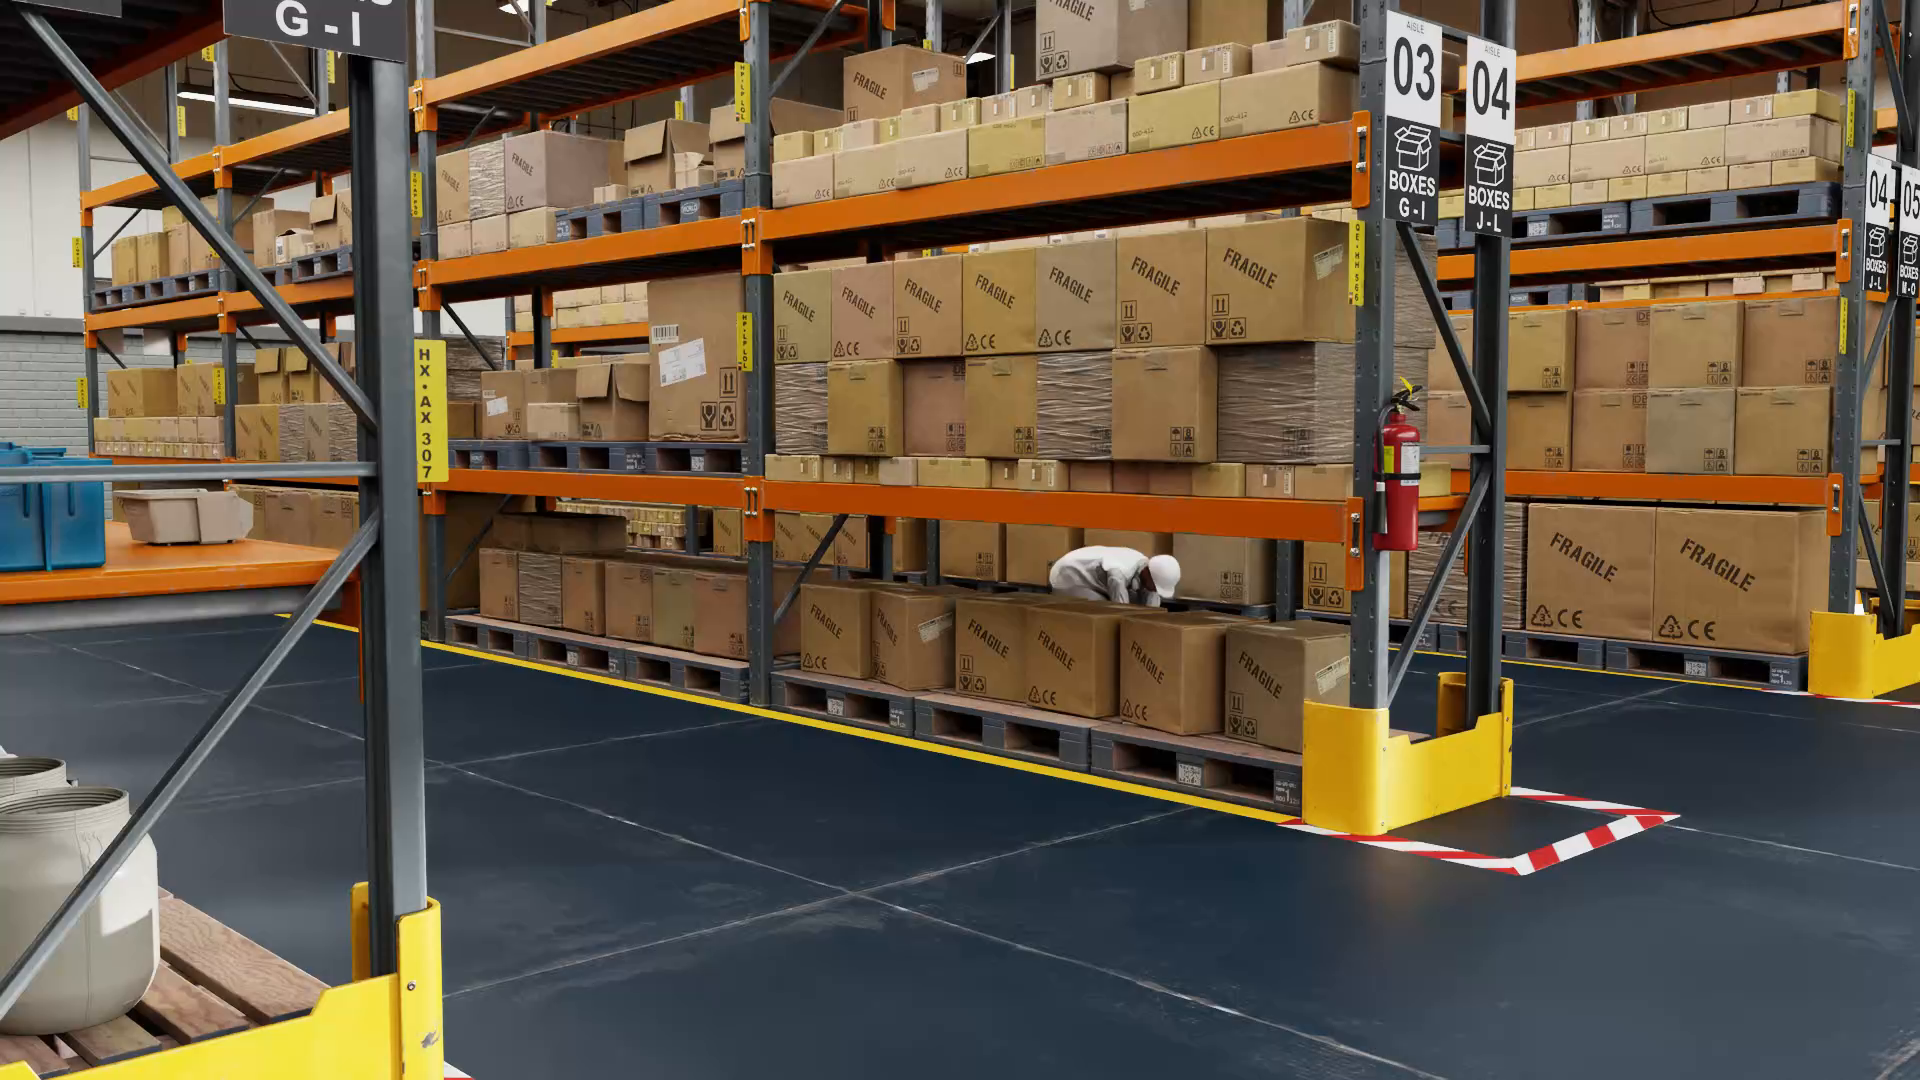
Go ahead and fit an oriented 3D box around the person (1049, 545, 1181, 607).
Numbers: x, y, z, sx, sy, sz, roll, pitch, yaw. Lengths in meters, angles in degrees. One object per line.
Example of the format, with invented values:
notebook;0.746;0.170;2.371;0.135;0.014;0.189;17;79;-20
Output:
person;1.078;0.447;11.406;0.997;0.804;0.506;4;5;45
